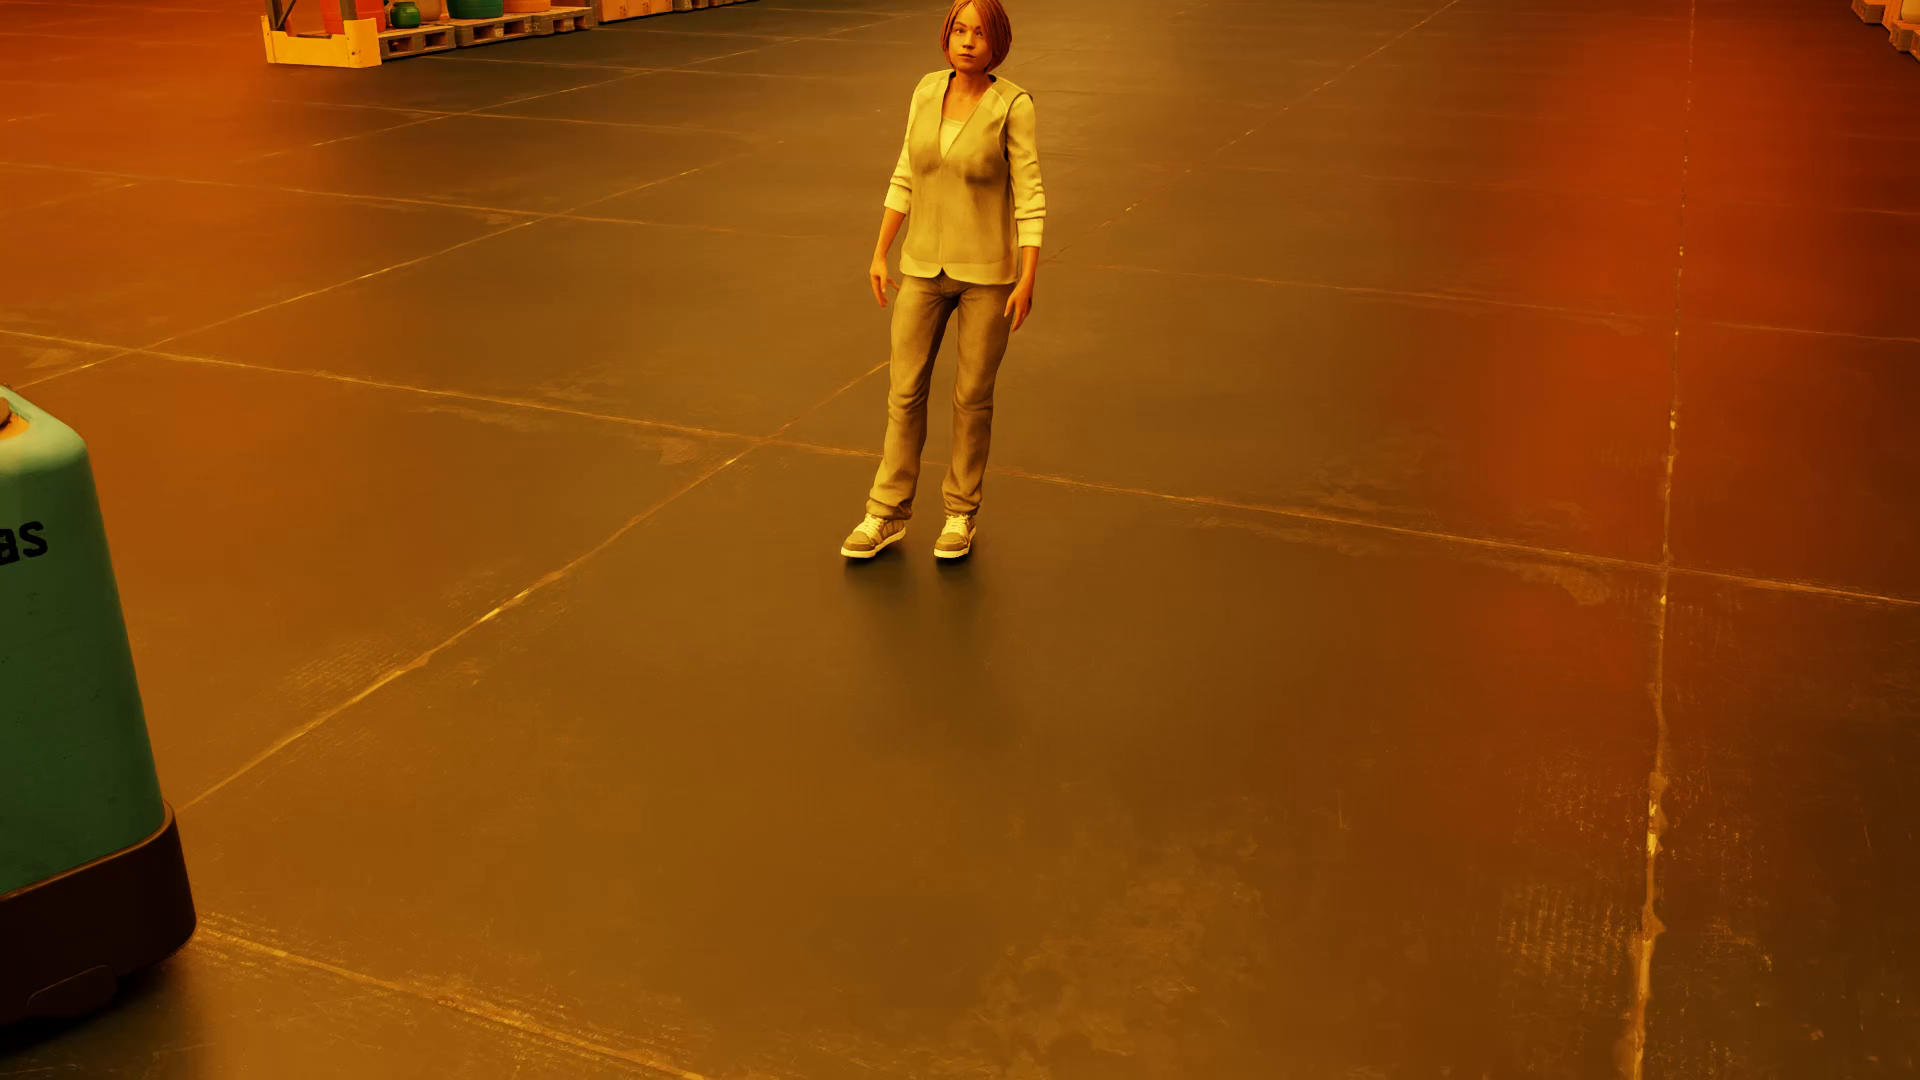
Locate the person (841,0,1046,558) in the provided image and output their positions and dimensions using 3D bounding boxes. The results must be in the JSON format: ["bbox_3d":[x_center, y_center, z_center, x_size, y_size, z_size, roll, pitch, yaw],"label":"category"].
[{"bbox_3d":[-0.042,-0.719,4.723,0.520,1.599,0.473,9,24,21],"label":"person"}]

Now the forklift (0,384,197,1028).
[{"bbox_3d":[-2.836,-0.267,1.932,1.130,2.935,3.031,21,30,40],"label":"forklift"}]
